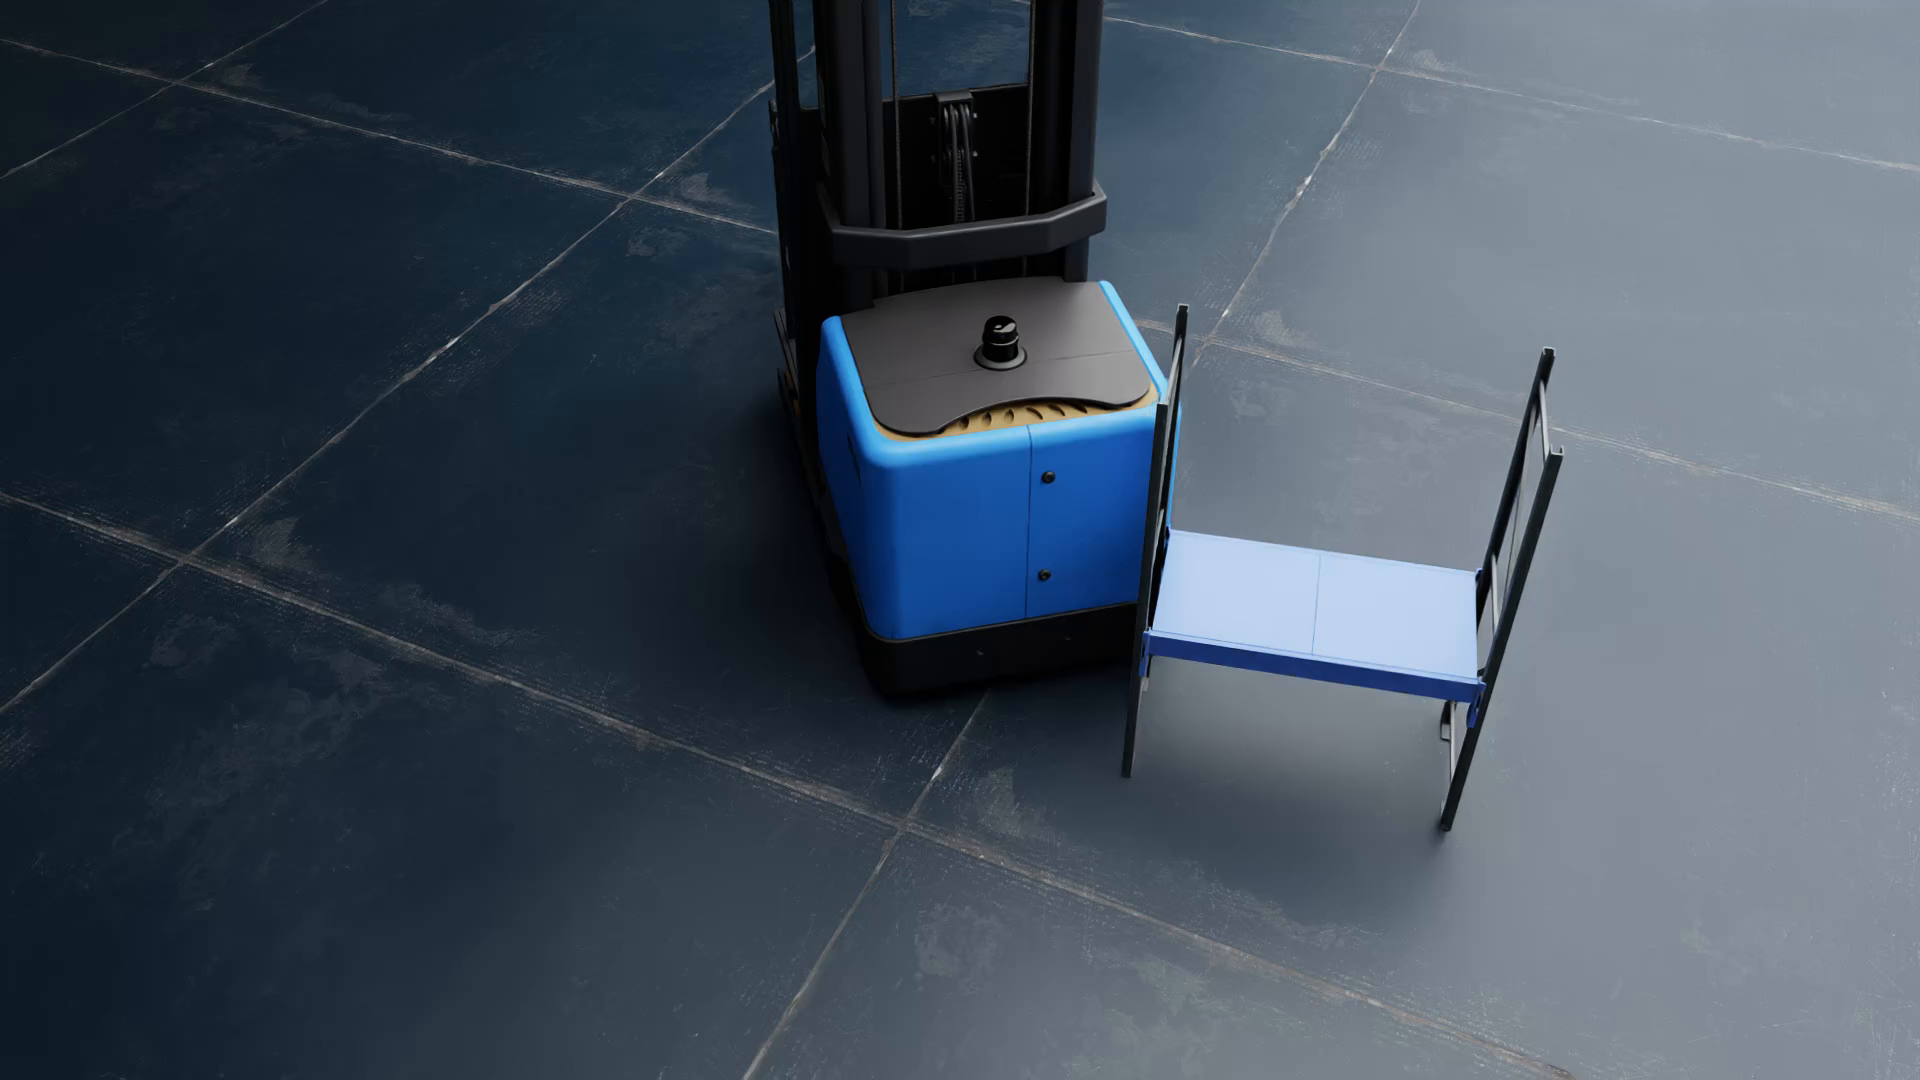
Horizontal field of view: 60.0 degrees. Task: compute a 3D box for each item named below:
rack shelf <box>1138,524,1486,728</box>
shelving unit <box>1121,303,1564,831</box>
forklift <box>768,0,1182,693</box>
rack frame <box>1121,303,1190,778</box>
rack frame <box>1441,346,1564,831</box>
[{"bbox_3d":[1.089,0.253,5.137,1.000,0.185,0.538,8,42,9],"label":"rack shelf"},{"bbox_3d":[1.089,0.117,5.019,1.048,1.500,0.538,8,42,9],"label":"shelving unit"},{"bbox_3d":[-0.132,-1.568,5.870,1.130,2.935,3.031,-9,42,-10],"label":"forklift"},{"bbox_3d":[0.593,0.045,5.102,0.032,1.500,0.500,8,42,9],"label":"rack frame"},{"bbox_3d":[1.586,0.189,4.936,0.032,1.500,0.500,8,42,9],"label":"rack frame"}]
